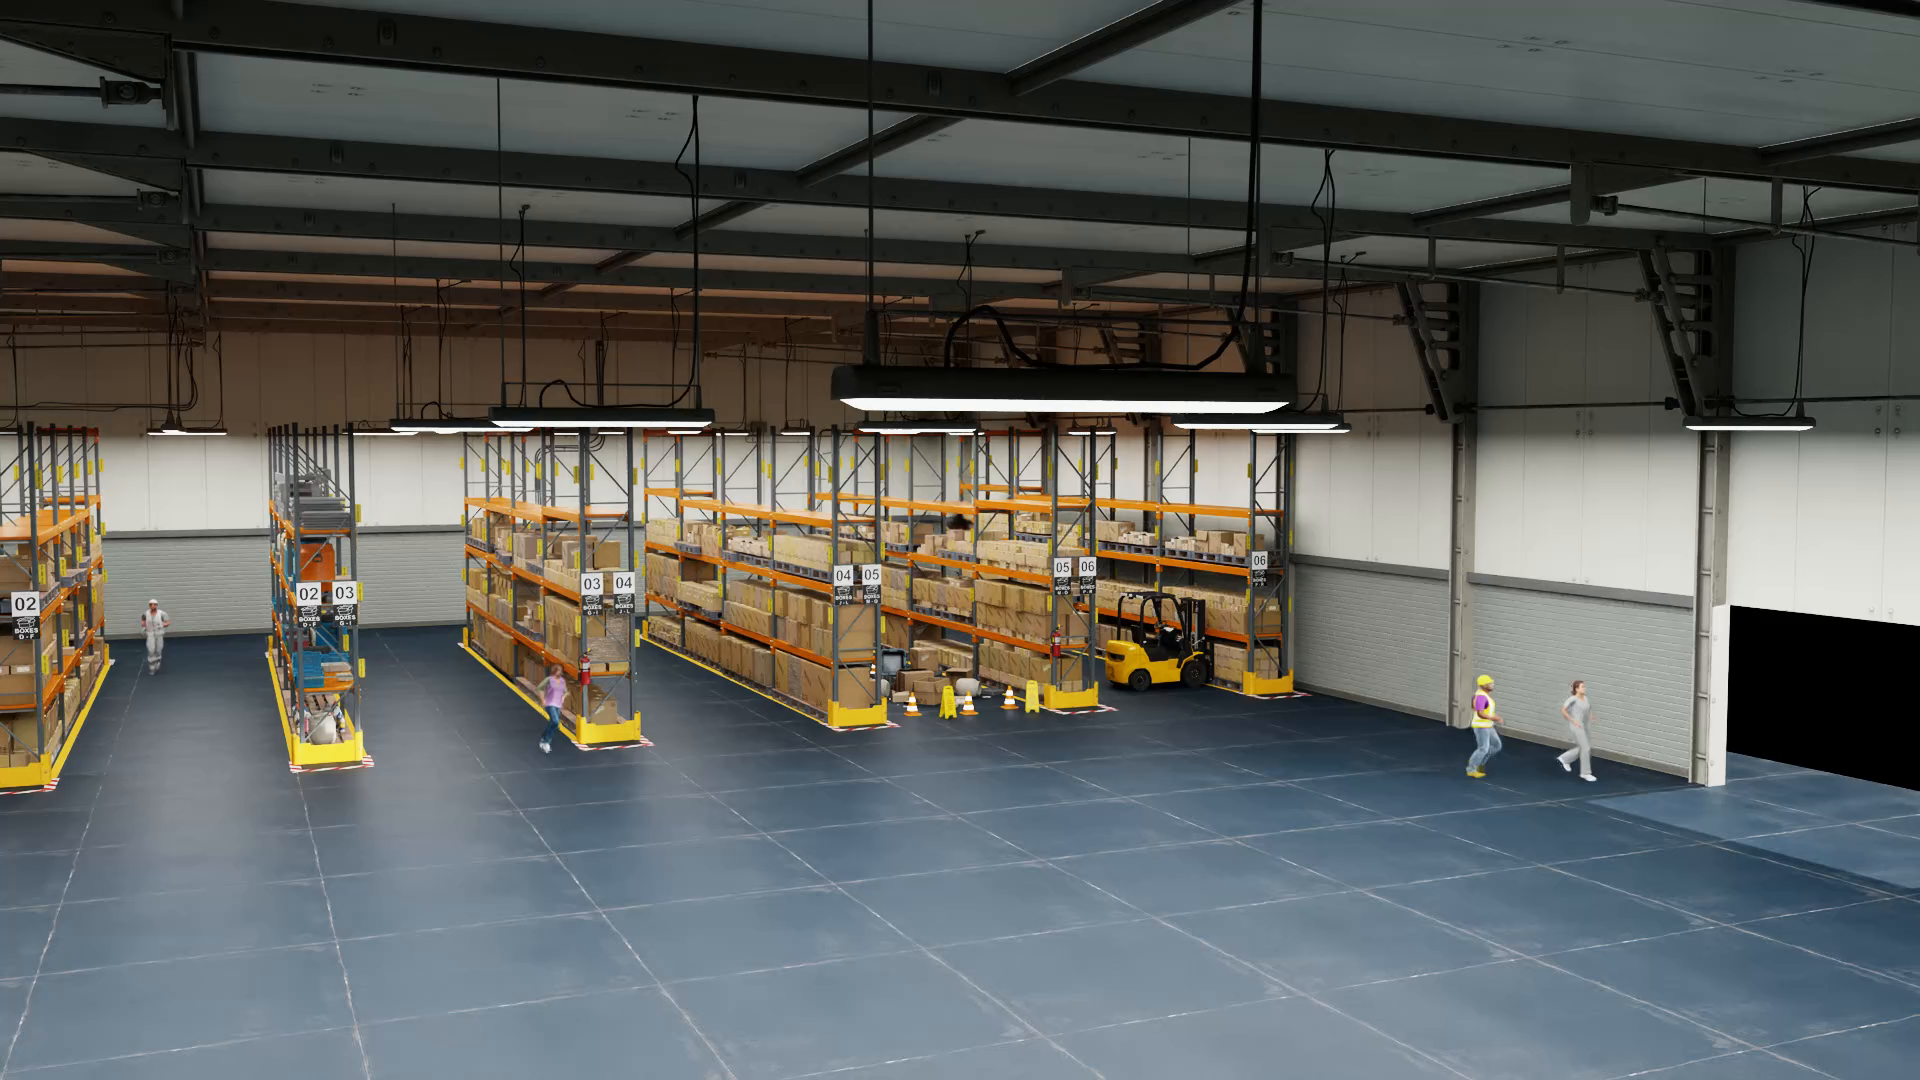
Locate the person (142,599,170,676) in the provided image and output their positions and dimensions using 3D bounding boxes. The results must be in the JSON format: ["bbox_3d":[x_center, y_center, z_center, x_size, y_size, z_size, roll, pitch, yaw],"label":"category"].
[{"bbox_3d":[-19.588,2.357,40.521,0.636,1.847,0.786,-1,4,-23],"label":"person"}]

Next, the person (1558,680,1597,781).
[{"bbox_3d":[10.385,3.182,27.995,0.574,1.663,0.769,-3,4,-37],"label":"person"}]

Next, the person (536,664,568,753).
[{"bbox_3d":[-7.462,3.085,30.518,0.625,1.579,0.544,3,4,38],"label":"person"}]

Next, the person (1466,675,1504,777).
[{"bbox_3d":[8.843,3.138,27.960,0.629,1.734,0.695,2,4,27],"label":"person"}]
